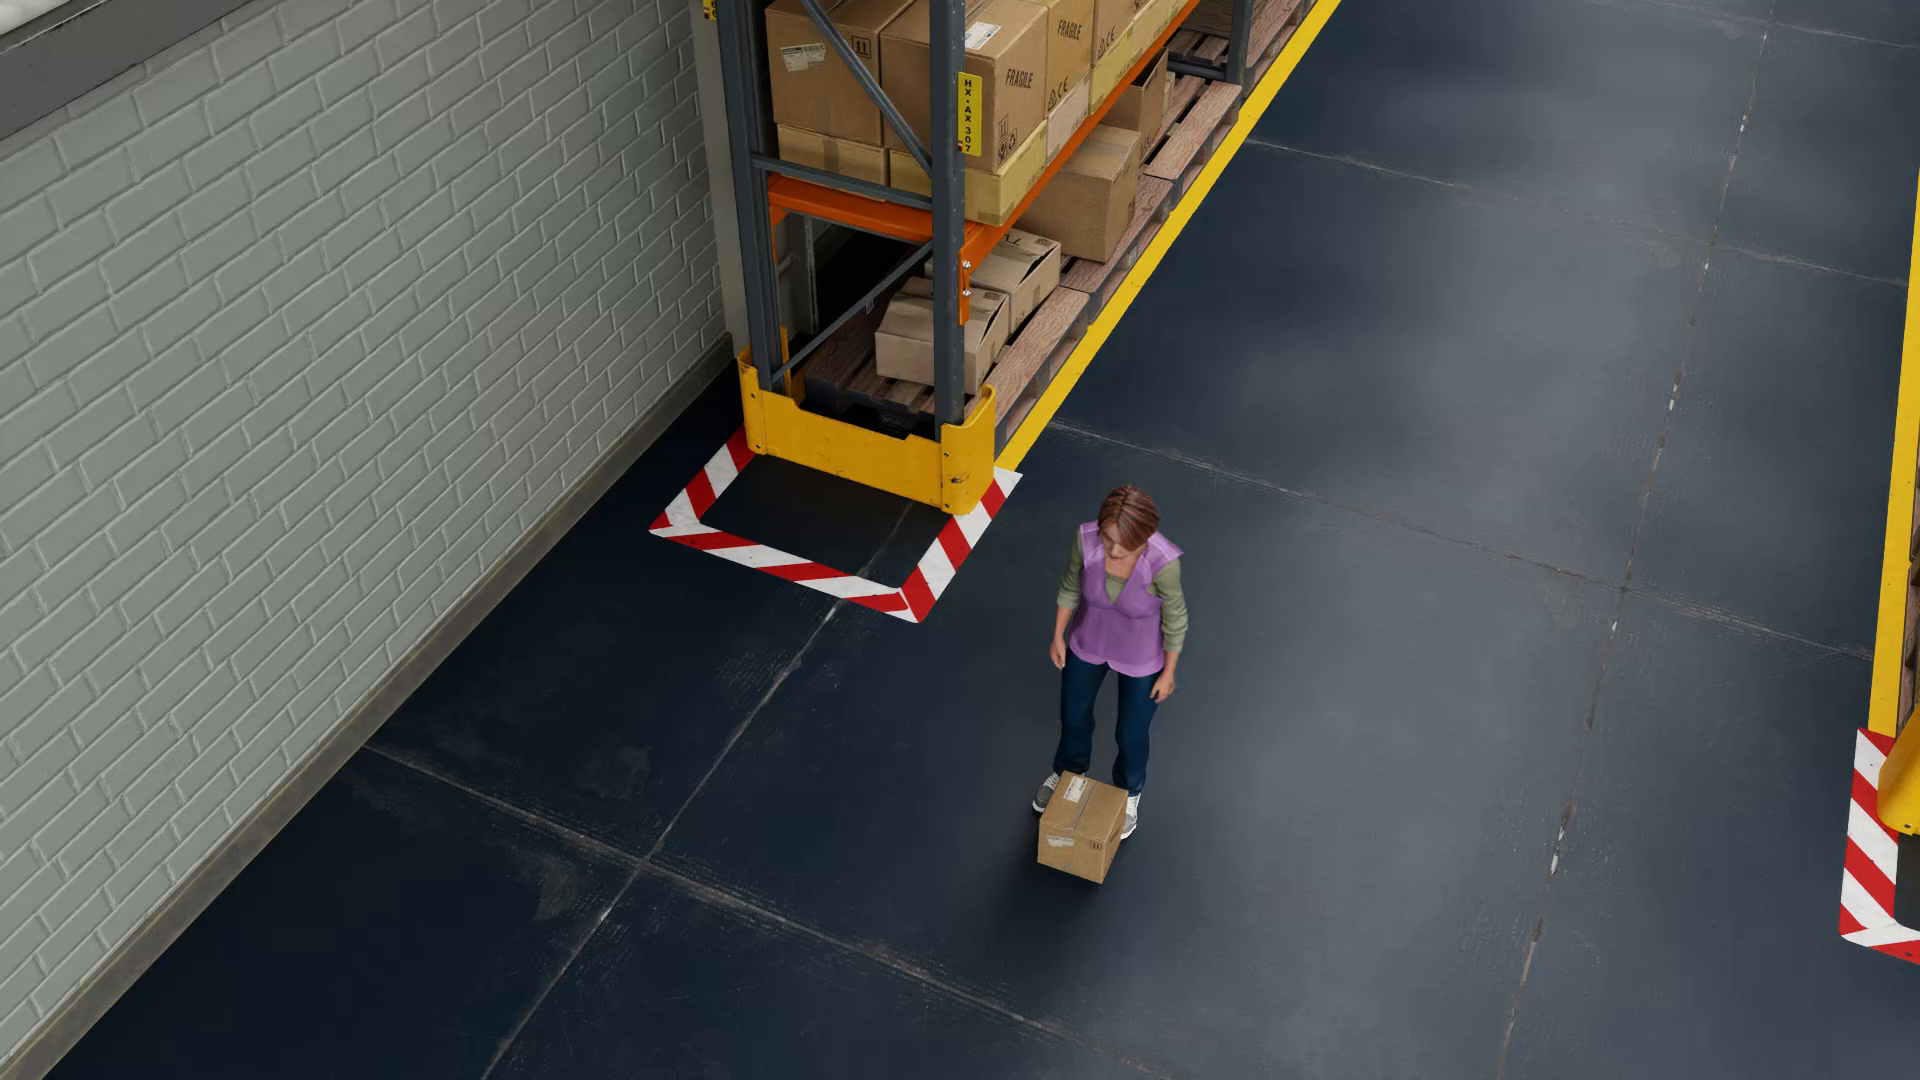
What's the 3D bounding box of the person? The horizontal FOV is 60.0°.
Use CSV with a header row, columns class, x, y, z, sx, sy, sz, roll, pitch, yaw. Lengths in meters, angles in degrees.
class,x,y,z,sx,sy,sz,roll,pitch,yaw
person,0.535,0.399,5.734,0.465,1.593,0.347,17,45,18
